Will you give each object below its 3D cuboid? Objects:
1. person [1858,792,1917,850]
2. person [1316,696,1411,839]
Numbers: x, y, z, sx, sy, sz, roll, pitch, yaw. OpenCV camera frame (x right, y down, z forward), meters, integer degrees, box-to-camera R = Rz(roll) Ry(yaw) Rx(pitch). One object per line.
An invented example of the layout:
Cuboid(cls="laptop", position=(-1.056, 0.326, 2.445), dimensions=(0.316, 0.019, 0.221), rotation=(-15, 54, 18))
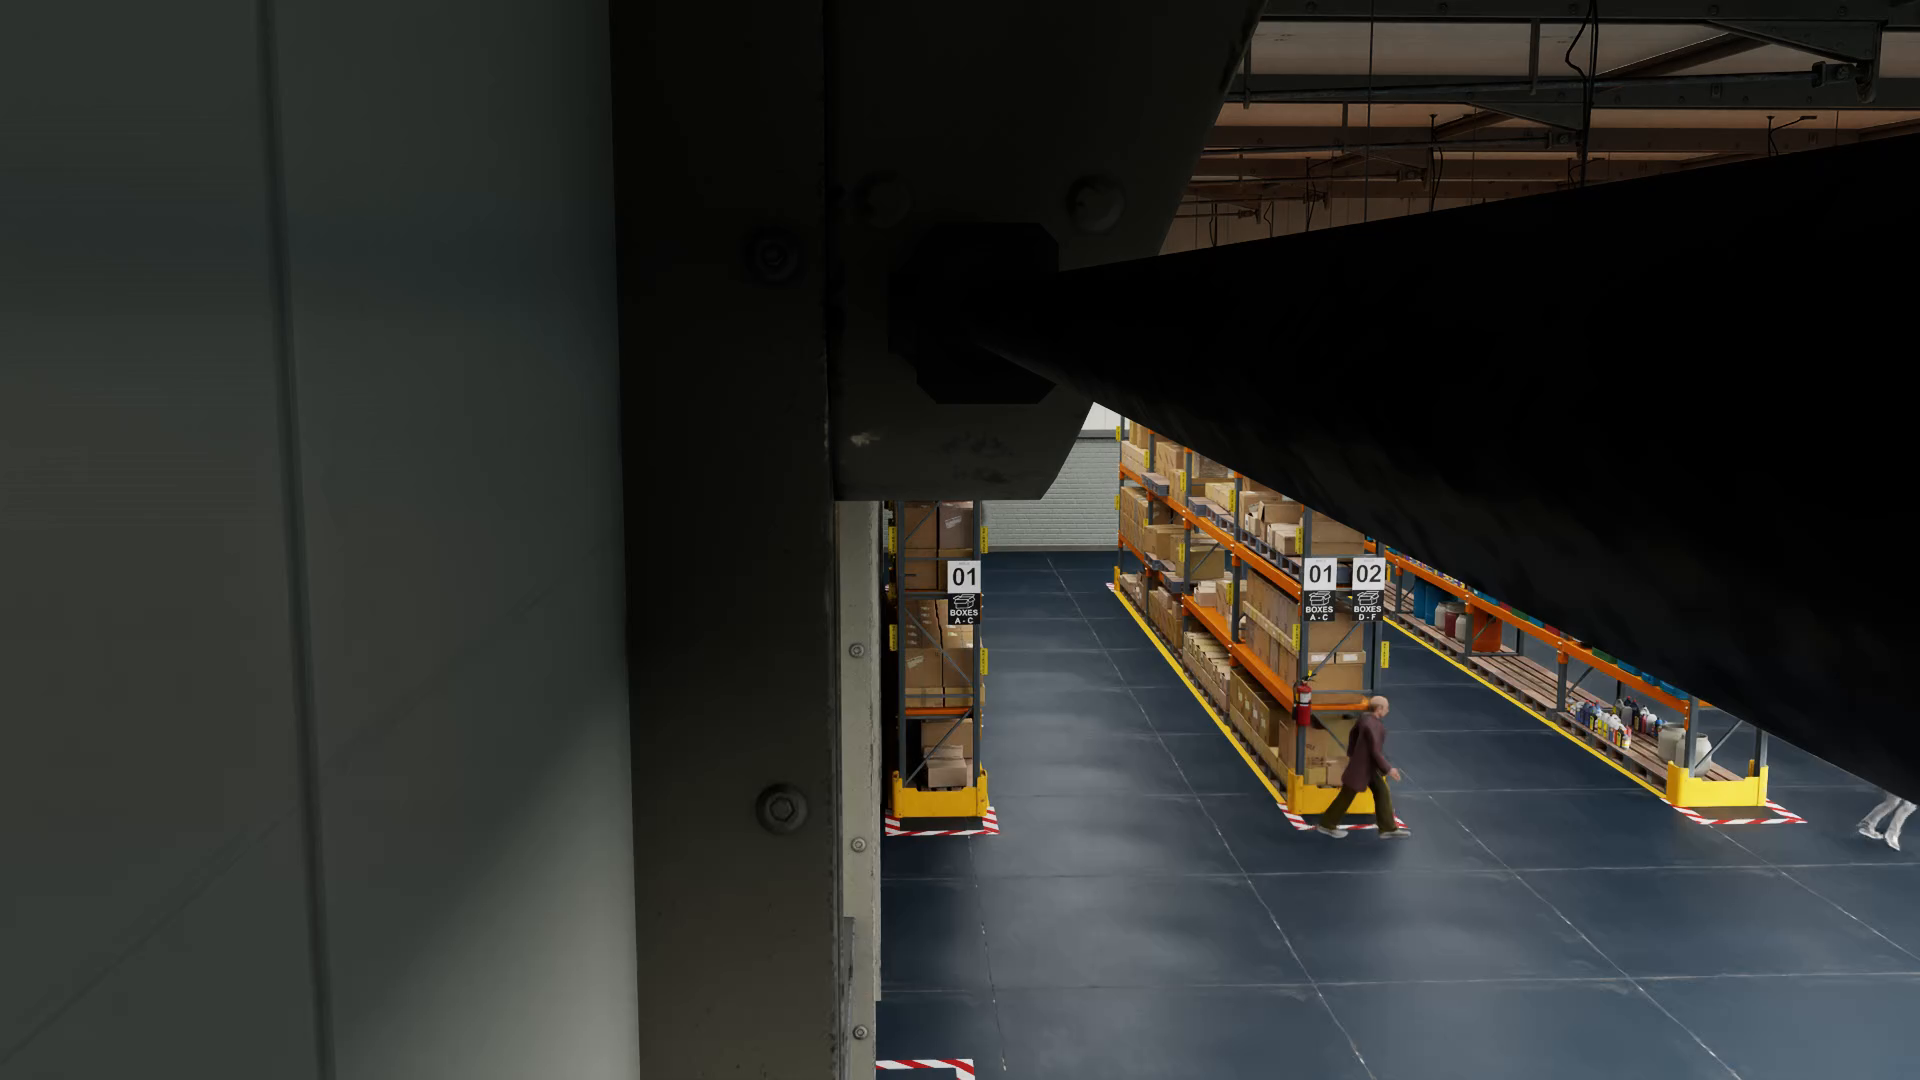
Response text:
Cuboid(cls="person", position=(10.943, 2.774, 19.383), dimensions=(0.679, 1.530, 0.727), rotation=(-7, 11, -40))
Cuboid(cls="person", position=(4.723, 2.651, 19.369), dimensions=(1.077, 1.724, 0.582), rotation=(3, 9, 17))
